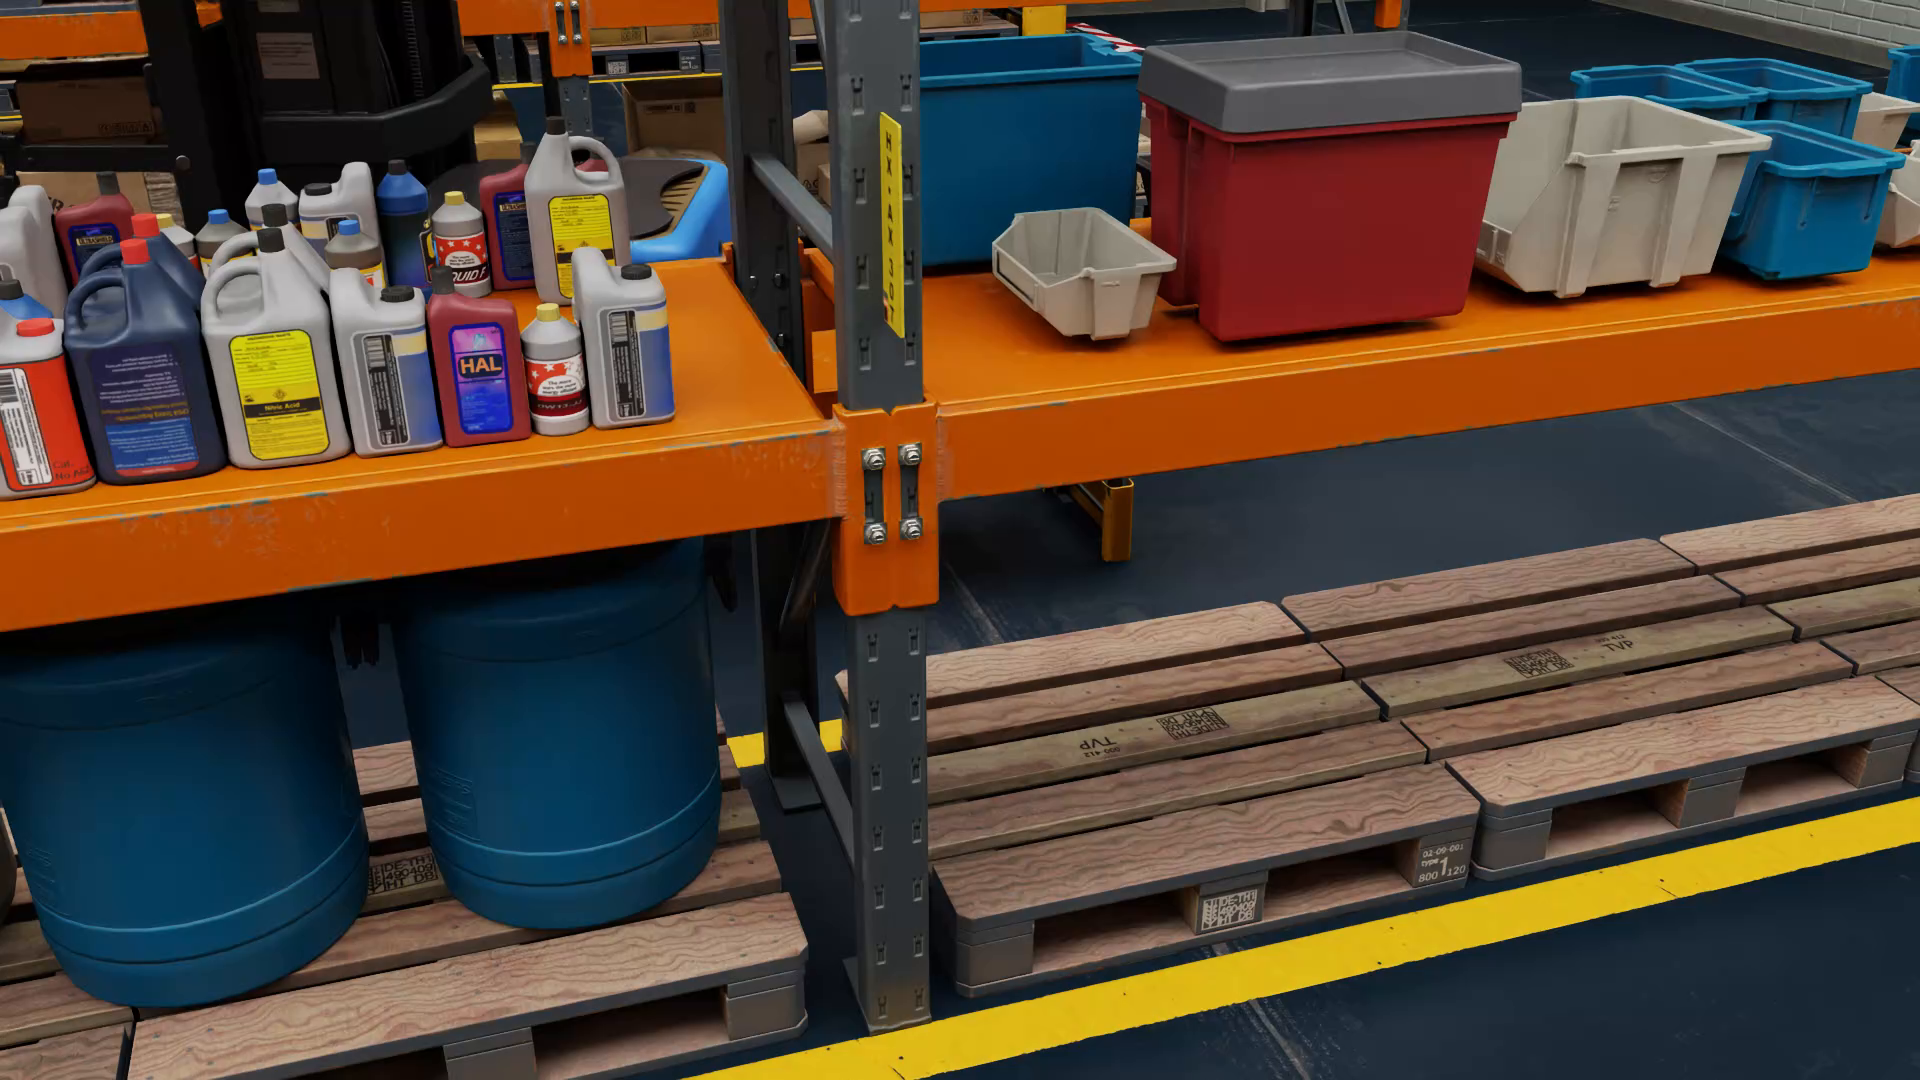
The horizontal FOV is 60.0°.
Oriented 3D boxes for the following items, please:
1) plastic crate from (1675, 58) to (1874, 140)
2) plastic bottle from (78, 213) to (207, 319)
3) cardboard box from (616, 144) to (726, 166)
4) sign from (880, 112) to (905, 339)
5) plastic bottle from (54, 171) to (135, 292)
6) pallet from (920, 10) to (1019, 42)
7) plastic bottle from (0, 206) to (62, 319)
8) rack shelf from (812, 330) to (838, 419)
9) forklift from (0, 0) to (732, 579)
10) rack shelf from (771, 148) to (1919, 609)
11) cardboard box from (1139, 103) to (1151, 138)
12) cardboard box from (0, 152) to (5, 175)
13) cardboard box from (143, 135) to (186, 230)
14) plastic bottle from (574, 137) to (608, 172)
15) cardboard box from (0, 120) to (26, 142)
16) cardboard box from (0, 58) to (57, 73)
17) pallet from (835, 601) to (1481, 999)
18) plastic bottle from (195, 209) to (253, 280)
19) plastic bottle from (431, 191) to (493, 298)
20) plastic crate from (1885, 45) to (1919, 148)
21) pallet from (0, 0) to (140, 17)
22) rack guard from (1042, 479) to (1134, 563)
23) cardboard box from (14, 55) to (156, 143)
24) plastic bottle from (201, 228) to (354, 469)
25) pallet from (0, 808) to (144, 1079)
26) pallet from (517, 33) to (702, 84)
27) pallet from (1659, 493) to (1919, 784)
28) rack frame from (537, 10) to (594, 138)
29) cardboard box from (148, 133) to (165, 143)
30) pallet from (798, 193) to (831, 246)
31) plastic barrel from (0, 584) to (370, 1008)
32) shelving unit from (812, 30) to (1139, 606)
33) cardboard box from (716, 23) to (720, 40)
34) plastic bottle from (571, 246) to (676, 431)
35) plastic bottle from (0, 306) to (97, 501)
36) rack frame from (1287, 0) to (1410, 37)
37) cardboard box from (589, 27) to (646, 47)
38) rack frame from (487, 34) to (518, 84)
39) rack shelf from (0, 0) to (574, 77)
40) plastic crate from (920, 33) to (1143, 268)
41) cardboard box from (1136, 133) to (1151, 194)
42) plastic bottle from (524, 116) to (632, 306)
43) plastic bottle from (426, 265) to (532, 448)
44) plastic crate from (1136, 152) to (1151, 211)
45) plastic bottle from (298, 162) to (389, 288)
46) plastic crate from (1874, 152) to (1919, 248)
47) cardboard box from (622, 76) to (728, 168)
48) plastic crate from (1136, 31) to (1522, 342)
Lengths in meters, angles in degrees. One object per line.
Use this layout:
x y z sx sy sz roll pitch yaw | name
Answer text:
1.943 -1.011 4.033 0.300 0.233 0.416 -8 28 -16 | plastic crate
-1.264 -0.332 2.602 0.185 0.351 0.144 -8 28 -16 | plastic bottle
-1.336 -1.638 7.705 0.500 0.311 0.500 -8 28 -16 | cardboard box
-0.103 -0.475 2.522 0.005 0.325 0.100 -8 28 -16 | sign
-1.597 -0.539 3.094 0.133 0.283 0.061 -8 28 -16 | plastic bottle
-0.272 -3.931 12.932 1.213 0.211 1.003 -8 28 -16 | pallet
-1.663 -0.434 2.890 0.135 0.276 0.152 -8 28 -16 | plastic bottle
-0.081 -0.499 4.973 1.000 0.185 0.538 -8 28 -16 | rack shelf
-2.222 -1.357 4.687 3.031 2.935 1.130 0 26 0 | forklift
1.630 -0.537 3.768 4.000 0.370 1.077 -8 28 -16 | rack shelf
0.921 -2.171 8.848 0.500 0.250 0.500 -8 28 -16 | cardboard box
-4.109 -1.289 6.789 0.500 0.500 0.500 -9 28 -17 | cardboard box
-3.132 -1.434 7.081 0.500 0.500 0.500 -8 27 -15 | cardboard box
-0.752 -0.662 3.340 0.133 0.283 0.061 -8 28 -16 | plastic bottle
-4.296 -1.505 7.224 0.500 0.500 0.500 -9 28 -18 | cardboard box
-6.403 -3.493 10.858 0.750 0.750 0.750 -9 28 -17 | cardboard box
0.416 0.547 3.910 1.213 0.211 1.003 -8 28 -16 | pallet
-1.389 -0.524 3.156 0.097 0.201 0.097 0 26 0 | plastic bottle
-0.983 -0.583 3.274 0.097 0.201 0.097 0 26 0 | plastic bottle
2.569 -1.101 4.216 0.300 0.233 0.416 -8 28 -16 | plastic crate
-3.757 -2.312 6.749 1.213 0.211 1.003 -8 28 -16 | pallet
0.401 -0.170 5.311 0.087 0.250 0.587 -8 28 -16 | rack guard
-3.765 -1.922 7.220 0.500 0.250 0.500 -9 28 -17 | cardboard box
-1.044 -0.297 2.530 0.185 0.351 0.144 -8 28 -16 | plastic bottle
-2.180 0.923 3.153 1.213 0.211 1.003 -8 28 -16 | pallet
-2.592 -3.595 12.255 1.213 0.211 1.003 -8 28 -16 | pallet
2.736 0.211 4.587 1.213 0.211 1.003 -8 28 -16 | pallet
-1.802 -2.679 7.273 0.127 3.000 1.000 -8 28 -16 | rack frame
-3.318 -1.649 7.514 0.500 0.500 0.500 -8 27 -15 | cardboard box
-1.148 -1.524 8.082 1.213 0.211 1.003 -8 28 -16 | pallet
-1.467 0.333 3.093 0.708 0.901 0.600 -8 28 -16 | plastic barrel
-0.073 -0.661 4.895 1.083 1.500 0.587 -8 28 -16 | shelving unit
-1.629 -4.038 12.350 0.500 0.500 0.700 -8 27 -15 | cardboard box
-0.546 -0.337 2.696 0.135 0.276 0.152 -8 28 -16 | plastic bottle
-1.373 -0.218 2.455 0.135 0.276 0.152 -8 28 -16 | plastic bottle
2.002 -3.230 8.382 0.127 3.000 1.000 -8 28 -16 | rack frame
-2.597 -3.901 12.073 0.500 0.500 0.700 -8 27 -15 | cardboard box
-3.339 -4.773 11.490 0.127 3.000 1.000 -8 28 -16 | rack frame
-3.703 -2.081 6.878 4.000 0.370 1.077 -8 28 -16 | rack shelf
0.067 -0.812 3.463 0.575 0.384 0.392 -8 28 -16 | plastic crate
0.648 -1.898 8.297 0.500 0.250 0.500 -8 28 -16 | cardboard box
-0.745 -0.645 3.231 0.185 0.351 0.144 -8 28 -16 | plastic bottle
-0.752 -0.290 2.591 0.133 0.283 0.061 -8 28 -16 | plastic bottle
0.710 -0.755 3.640 0.590 0.125 0.437 -8 28 -16 | plastic crate
-1.177 -0.575 3.175 0.135 0.276 0.152 -8 28 -16 | plastic bottle
2.000 -0.724 3.563 0.250 0.136 0.298 -8 28 -16 | plastic crate
-1.348 -1.955 8.130 0.500 0.500 0.500 -8 28 -16 | cardboard box
0.655 -0.656 3.059 0.583 0.464 0.402 -8 28 -16 | plastic crate
